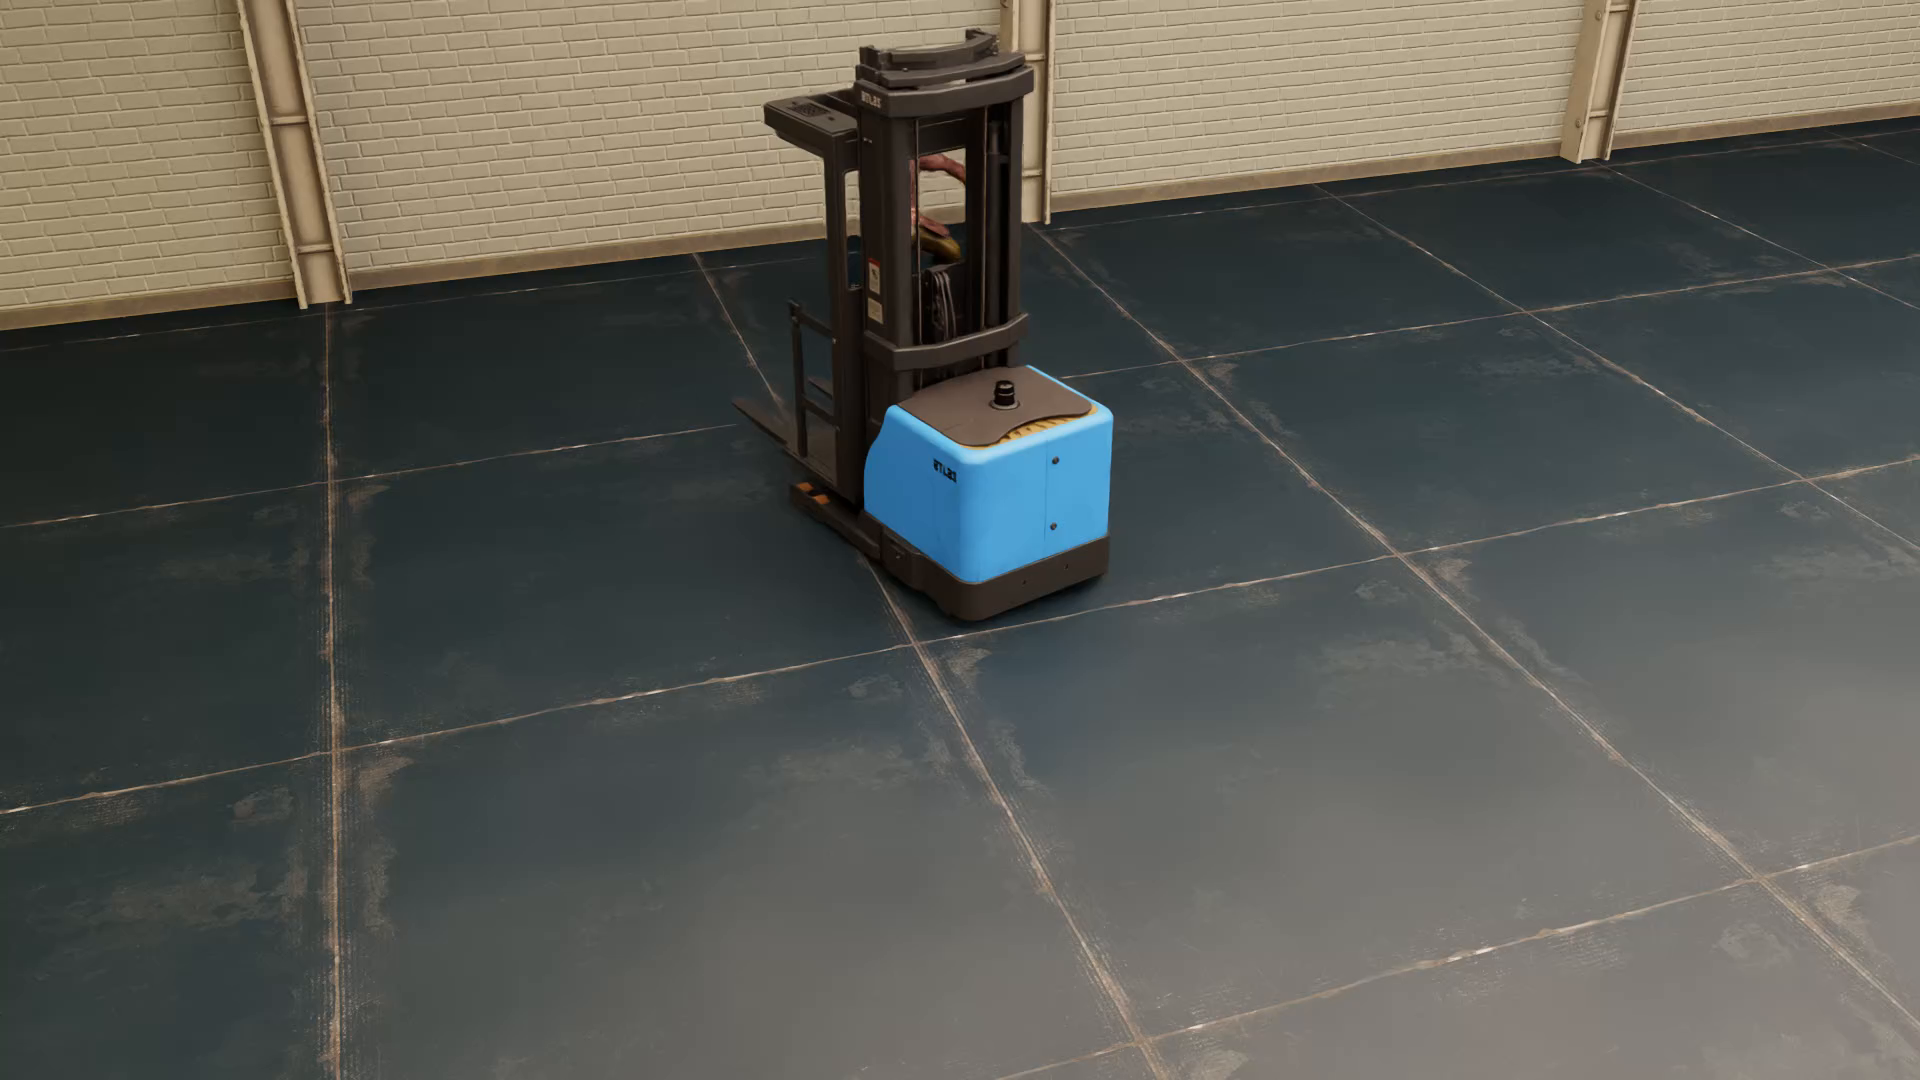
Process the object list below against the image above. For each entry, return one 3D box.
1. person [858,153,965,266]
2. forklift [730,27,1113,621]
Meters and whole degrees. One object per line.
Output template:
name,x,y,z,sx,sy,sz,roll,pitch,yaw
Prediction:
person,-0.303,-2.378,12.609,1.363,1.542,0.782,-24,37,-35
forklift,-0.405,-1.509,9.710,1.130,2.935,3.031,-20,35,-30
